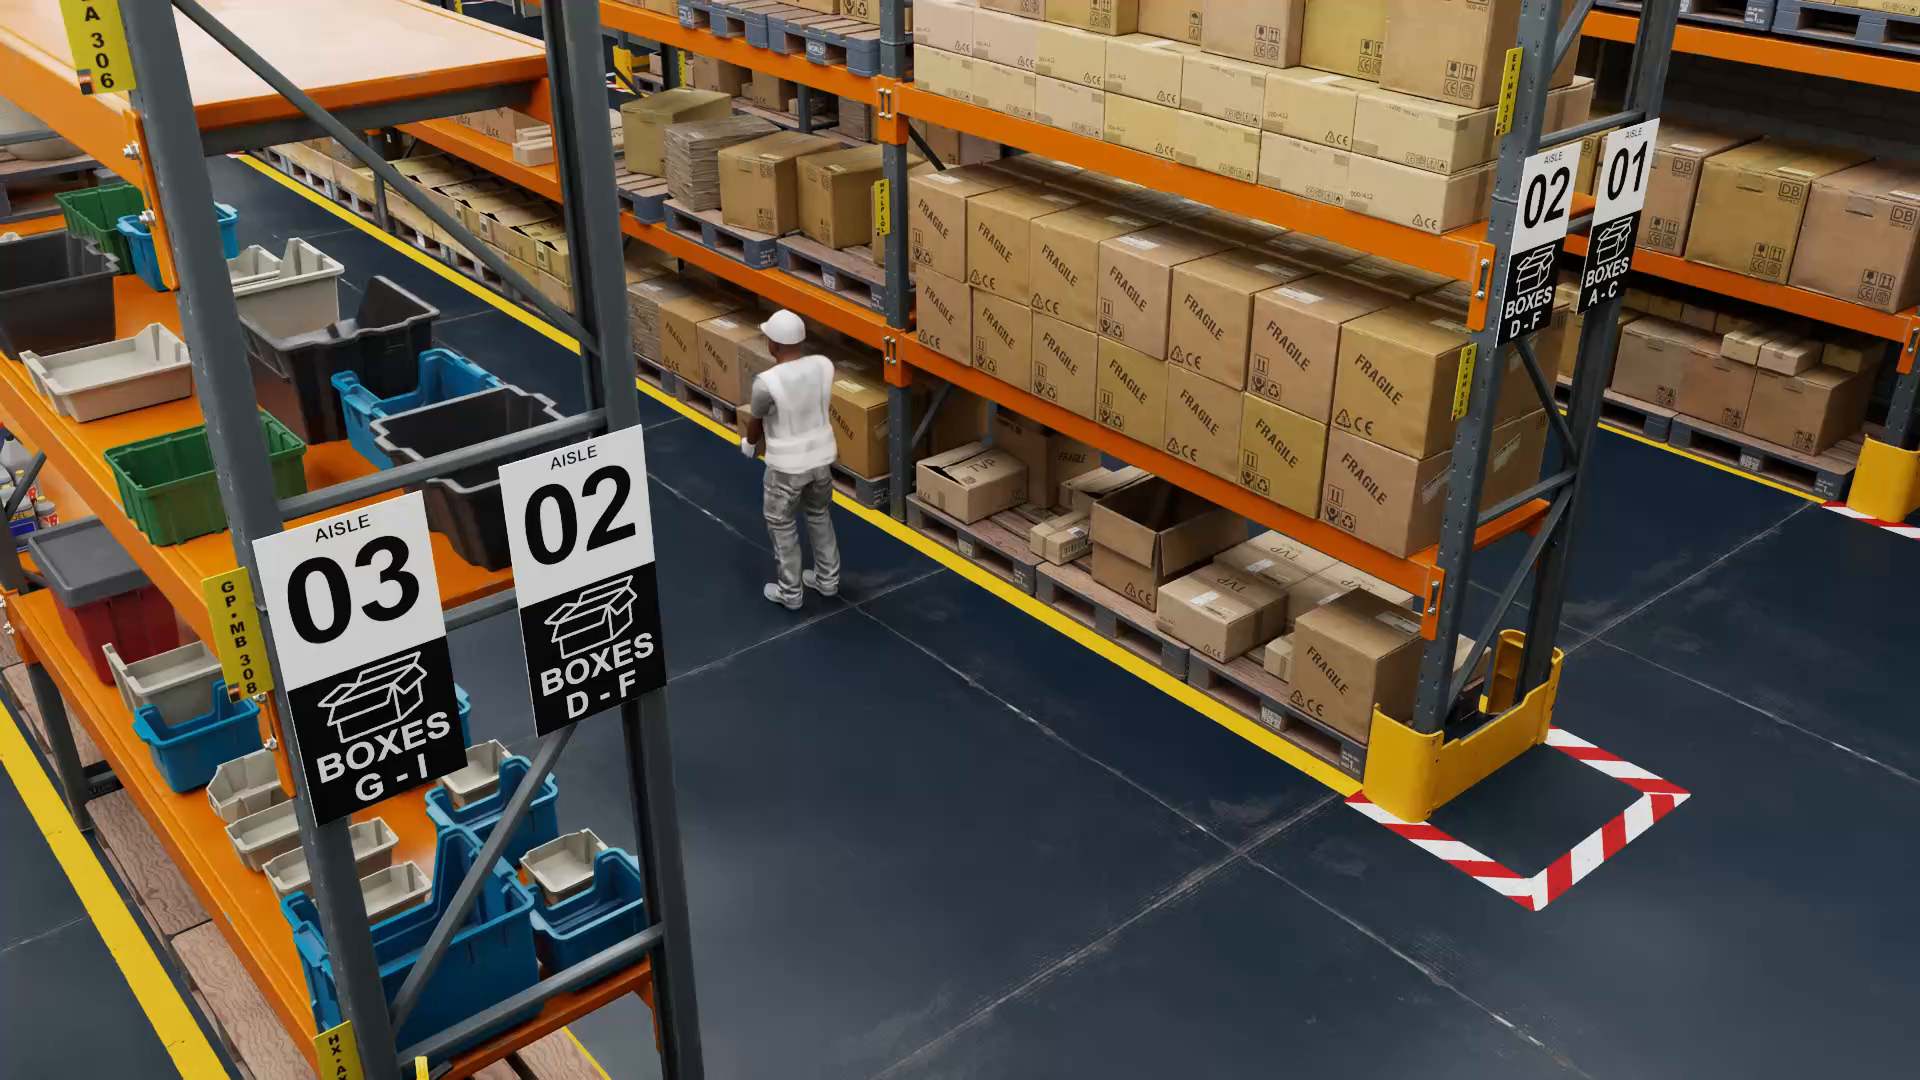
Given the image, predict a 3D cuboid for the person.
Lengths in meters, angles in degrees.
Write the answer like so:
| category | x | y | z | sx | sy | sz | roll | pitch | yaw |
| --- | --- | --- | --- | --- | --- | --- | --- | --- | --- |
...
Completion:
| category | x | y | z | sx | sy | sz | roll | pitch | yaw |
| --- | --- | --- | --- | --- | --- | --- | --- | --- | --- |
| person | -0.993 | -0.483 | 9.513 | 0.492 | 1.779 | 0.577 | -22 | 35 | -36 |
